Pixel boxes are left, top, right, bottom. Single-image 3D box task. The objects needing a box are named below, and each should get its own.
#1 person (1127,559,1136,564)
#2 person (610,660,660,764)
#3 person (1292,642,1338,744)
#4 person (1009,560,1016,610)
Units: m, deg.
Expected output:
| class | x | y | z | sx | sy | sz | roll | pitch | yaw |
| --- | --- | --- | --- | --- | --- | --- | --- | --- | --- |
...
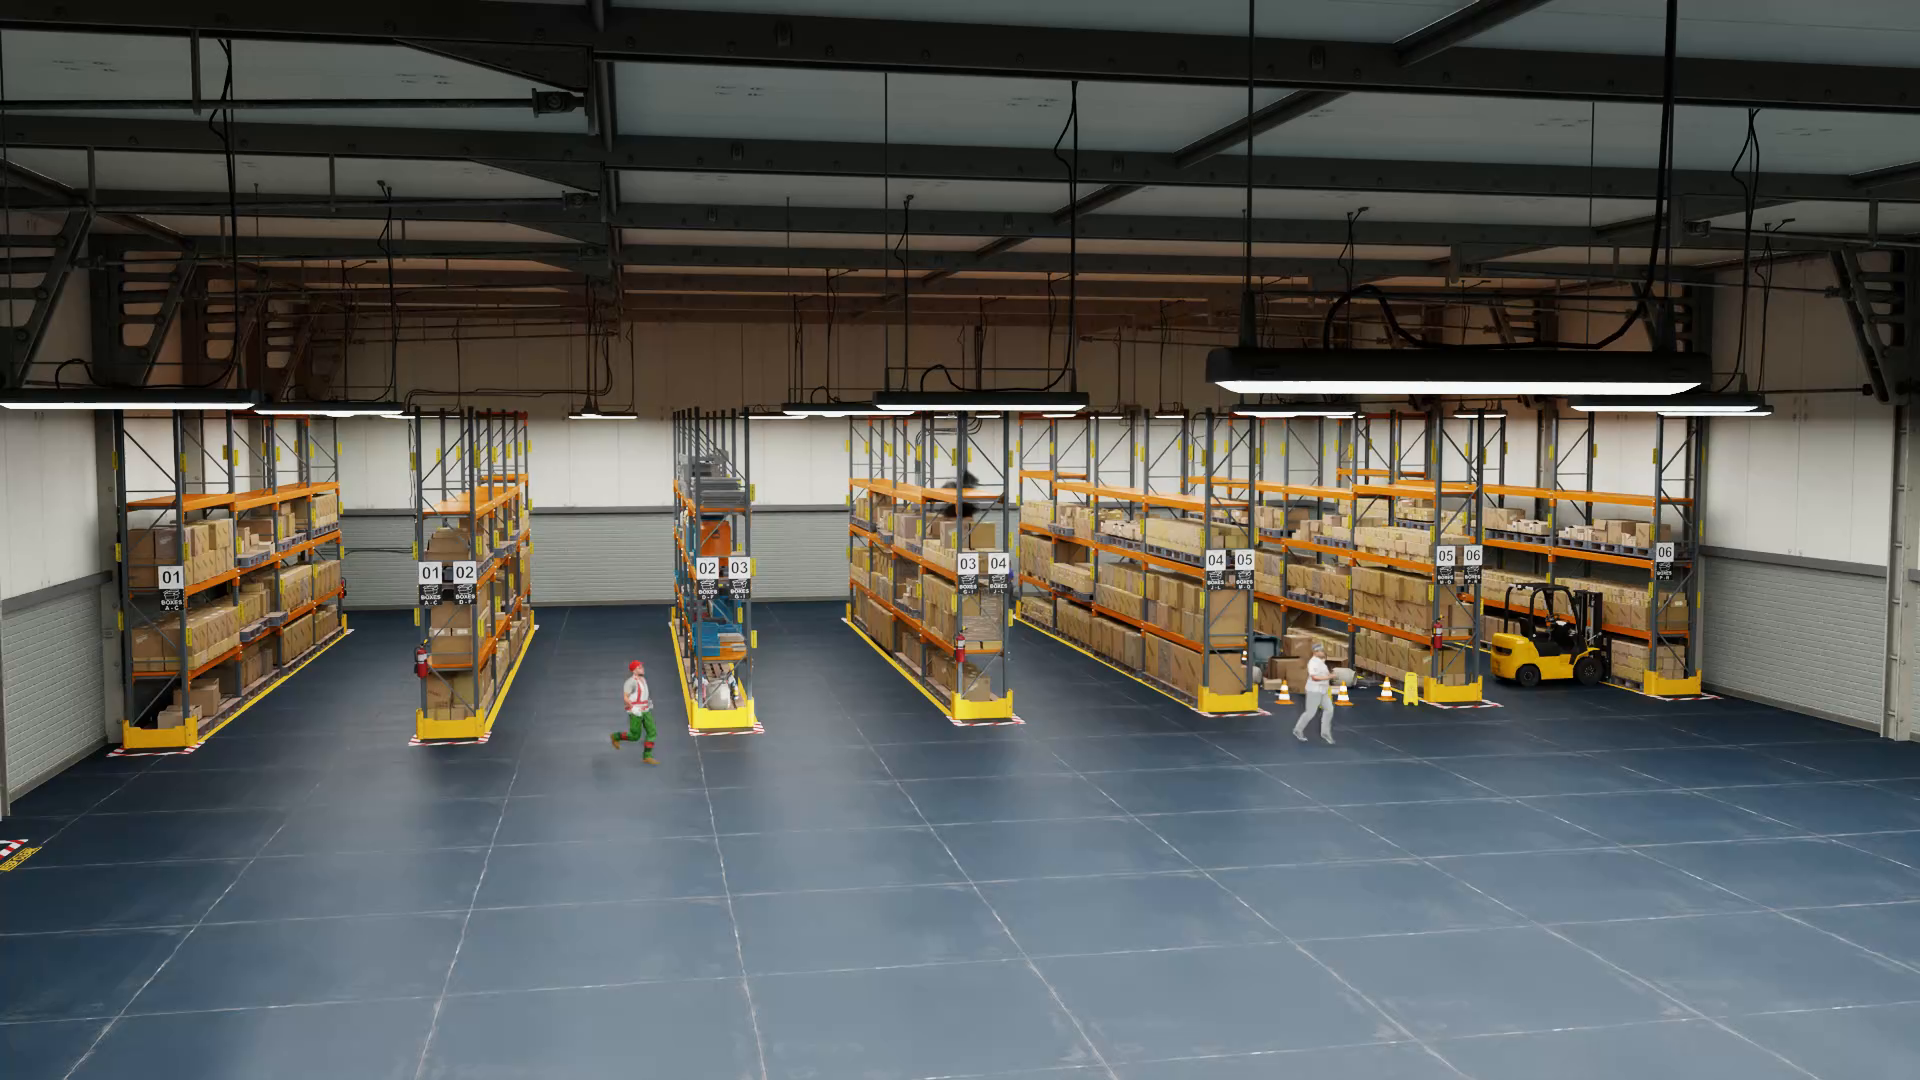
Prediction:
| class | x | y | z | sx | sy | sz | roll | pitch | yaw |
| --- | --- | --- | --- | --- | --- | --- | --- | --- | --- |
| person | 5.214 | 1.320 | 50.539 | 0.550 | 1.656 | 0.658 | -1 | 4 | -8 |
| person | -5.445 | 2.886 | 27.923 | 0.869 | 1.744 | 0.654 | 2 | 4 | 22 |
| person | 6.339 | 2.733 | 29.627 | 0.811 | 1.857 | 0.678 | 3 | 5 | 32 |
| person | 1.507 | 1.508 | 49.788 | 0.786 | 1.485 | 0.707 | -1 | 4 | -19 |
